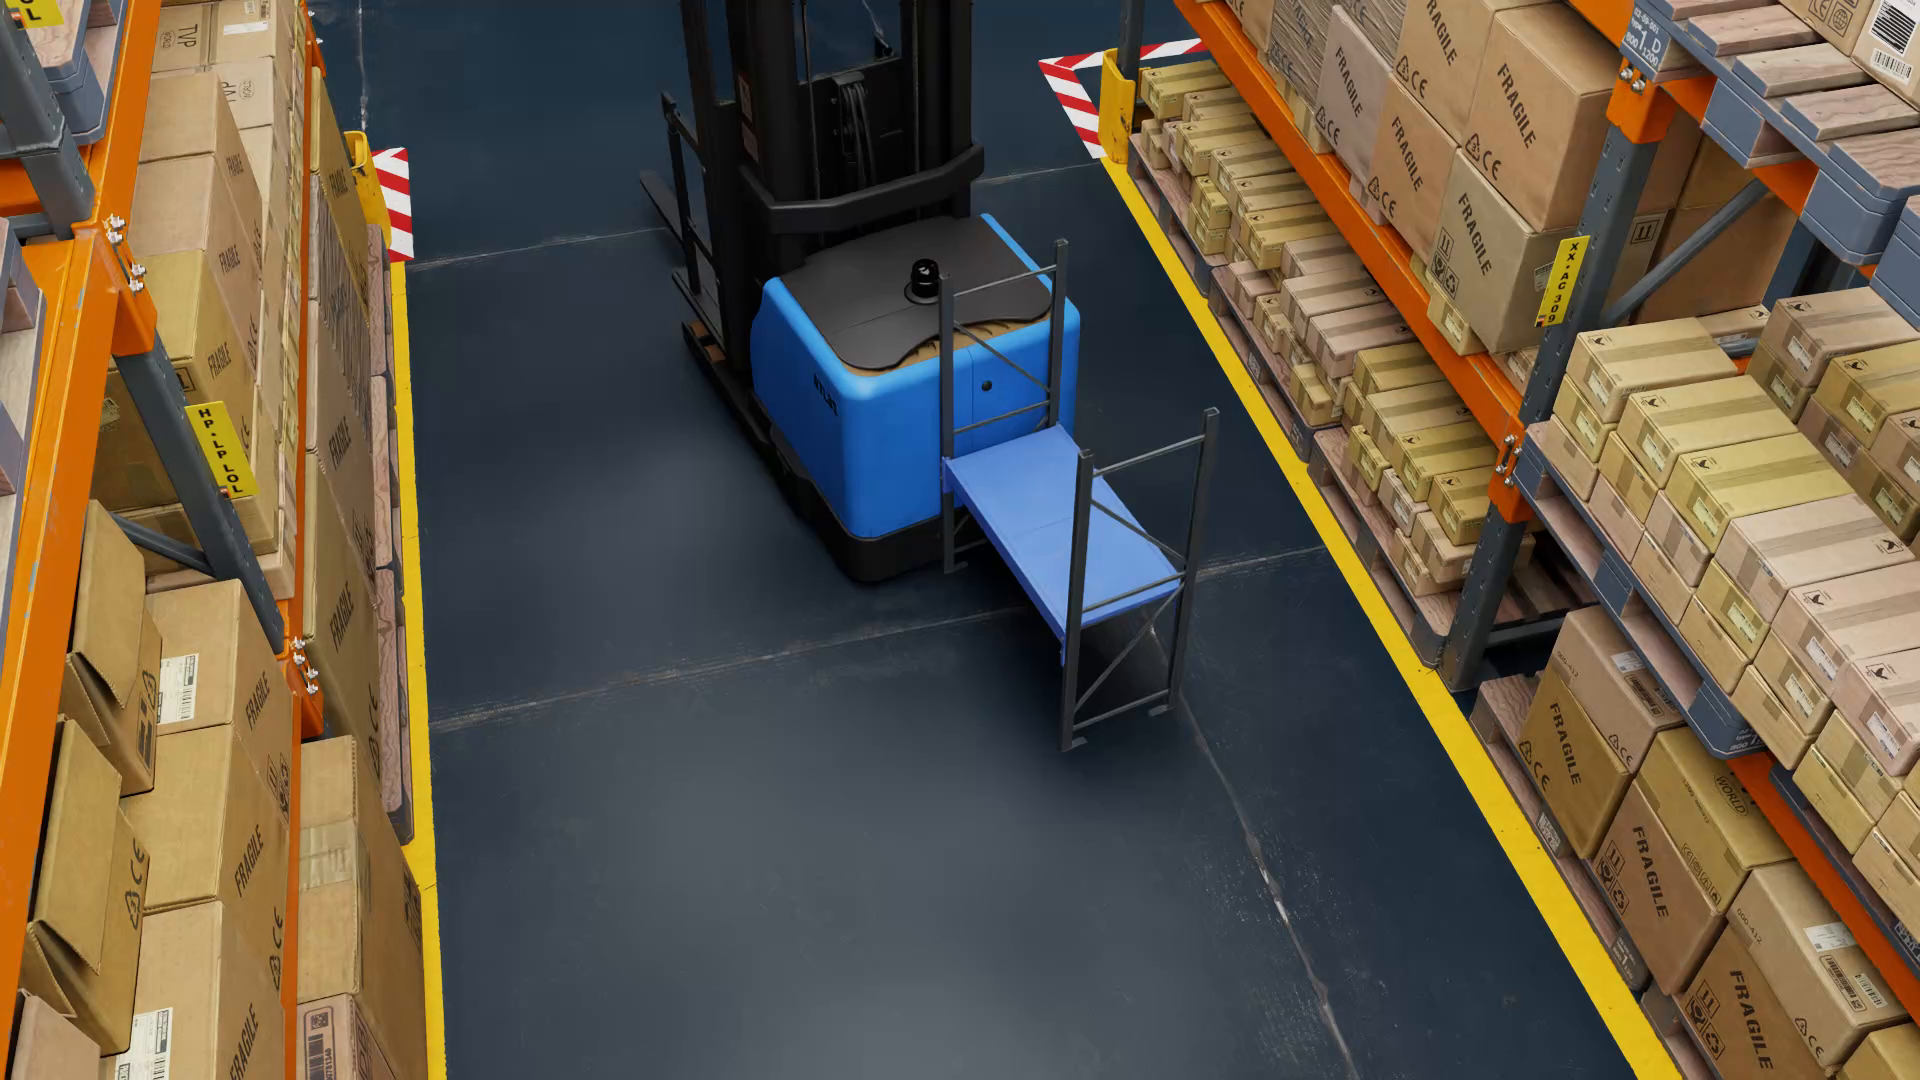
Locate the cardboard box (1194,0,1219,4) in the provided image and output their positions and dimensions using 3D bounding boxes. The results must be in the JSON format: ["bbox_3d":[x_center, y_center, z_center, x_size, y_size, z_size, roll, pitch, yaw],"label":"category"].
[{"bbox_3d":[1.222,-2.613,7.637,0.380,0.149,0.250,-12,47,-11],"label":"cardboard box"}]

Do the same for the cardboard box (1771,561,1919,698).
[{"bbox_3d":[2.282,0.221,4.150,0.380,0.149,0.250,-11,47,-11],"label":"cardboard box"}]

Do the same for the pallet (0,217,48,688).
[{"bbox_3d":[-2.180,-0.108,3.040,0.805,0.209,1.217,-12,47,-12],"label":"pallet"}]

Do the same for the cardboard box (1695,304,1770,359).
[{"bbox_3d":[2.602,-0.754,5.815,0.380,0.149,0.250,-9,46,-9],"label":"cardboard box"}]

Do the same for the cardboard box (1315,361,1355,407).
[{"bbox_3d":[1.750,-0.729,7.109,0.380,0.149,0.250,-10,46,-9],"label":"cardboard box"}]

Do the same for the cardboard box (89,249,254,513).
[{"bbox_3d":[-2.338,-0.441,4.704,0.500,0.500,0.500,-11,47,-10],"label":"cardboard box"}]

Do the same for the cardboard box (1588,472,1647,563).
[{"bbox_3d":[2.091,-0.099,4.879,0.380,0.149,0.250,-10,46,-10],"label":"cardboard box"}]

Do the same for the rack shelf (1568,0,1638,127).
[{"bbox_3d":[1.846,-2.765,6.014,1.077,0.370,4.000,-11,47,-10],"label":"rack shelf"}]

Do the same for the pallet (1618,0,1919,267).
[{"bbox_3d":[2.413,-1.125,4.034,1.213,0.211,1.003,-11,47,-10],"label":"pallet"}]

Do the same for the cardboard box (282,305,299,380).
[{"bbox_3d":[-2.487,-0.647,5.711,0.380,0.149,0.250,-11,47,-11],"label":"cardboard box"}]

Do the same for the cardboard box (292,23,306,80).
[{"bbox_3d":[-3.009,-2.058,7.093,0.380,0.149,0.250,-10,46,-10],"label":"cardboard box"}]

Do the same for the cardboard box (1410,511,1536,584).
[{"bbox_3d":[1.970,0.001,6.393,0.380,0.149,0.250,-10,46,-10],"label":"cardboard box"}]

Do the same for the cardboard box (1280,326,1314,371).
[{"bbox_3d":[1.661,-0.851,7.437,0.380,0.149,0.250,-10,46,-10],"label":"cardboard box"}]

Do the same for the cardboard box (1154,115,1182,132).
[{"bbox_3d":[1.220,-2.193,8.543,0.380,0.149,0.250,-9,46,-9],"label":"cardboard box"}]

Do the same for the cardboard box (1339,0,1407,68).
[{"bbox_3d":[1.721,-2.062,5.943,0.500,0.500,0.500,-10,46,-9],"label":"cardboard box"}]

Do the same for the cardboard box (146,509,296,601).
[{"bbox_3d":[-2.217,0.074,5.004,0.380,0.149,0.250,-11,47,-10],"label":"cardboard box"}]

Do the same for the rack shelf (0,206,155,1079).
[{"bbox_3d":[-1.951,0.833,2.487,1.077,0.370,4.000,-11,47,-10],"label":"rack shelf"}]

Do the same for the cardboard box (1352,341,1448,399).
[{"bbox_3d":[1.850,-0.675,6.847,0.380,0.149,0.250,-9,46,-9],"label":"cardboard box"}]

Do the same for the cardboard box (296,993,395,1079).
[{"bbox_3d":[-2.050,1.902,4.230,1.225,0.875,0.875,-12,47,-12],"label":"cardboard box"}]

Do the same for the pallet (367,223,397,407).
[{"bbox_3d":[-3.206,-0.997,7.830,1.003,0.211,1.213,-11,47,-10],"label":"pallet"}]

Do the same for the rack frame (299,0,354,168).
[{"bbox_3d":[-3.487,-2.511,7.361,1.000,3.000,0.127,-11,47,-10],"label":"rack frame"}]

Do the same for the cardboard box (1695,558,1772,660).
[{"bbox_3d":[2.216,0.143,4.434,0.380,0.149,0.250,-13,47,-12],"label":"cardboard box"}]

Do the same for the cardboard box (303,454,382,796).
[{"bbox_3d":[-2.554,0.377,5.725,0.875,0.875,0.875,-11,47,-10],"label":"cardboard box"}]

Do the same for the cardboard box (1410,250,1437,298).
[{"bbox_3d":[1.877,-1.006,6.063,0.380,0.149,0.250,-9,46,-9],"label":"cardboard box"}]

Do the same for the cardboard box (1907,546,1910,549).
[{"bbox_3d":[2.844,0.117,4.667,0.380,0.149,0.250,-13,47,-12],"label":"cardboard box"}]

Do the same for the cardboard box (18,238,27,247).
[{"bbox_3d":[-2.963,-0.679,4.937,0.500,0.500,0.500,-10,46,-10],"label":"cardboard box"}]

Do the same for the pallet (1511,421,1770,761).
[{"bbox_3d":[2.413,0.035,5.001,1.003,0.211,1.213,-11,47,-10],"label":"pallet"}]

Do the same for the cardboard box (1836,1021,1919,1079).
[{"bbox_3d":[2.699,1.516,4.346,0.500,0.250,0.500,-10,46,-9],"label":"cardboard box"}]

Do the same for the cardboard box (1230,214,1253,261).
[{"bbox_3d":[1.504,-1.478,7.842,0.380,0.149,0.250,-13,47,-12],"label":"cardboard box"}]

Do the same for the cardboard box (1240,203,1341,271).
[{"bbox_3d":[1.496,-1.377,7.535,0.380,0.149,0.250,-10,46,-10],"label":"cardboard box"}]

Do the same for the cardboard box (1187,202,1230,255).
[{"bbox_3d":[1.335,-1.544,8.116,0.380,0.149,0.250,-10,46,-10],"label":"cardboard box"}]

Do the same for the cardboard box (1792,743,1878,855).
[{"bbox_3d":[2.354,0.611,4.183,0.380,0.149,0.250,-11,47,-11],"label":"cardboard box"}]

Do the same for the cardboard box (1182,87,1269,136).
[{"bbox_3d":[1.327,-2.113,8.257,0.380,0.149,0.250,-10,46,-10],"label":"cardboard box"}]

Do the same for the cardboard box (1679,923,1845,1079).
[{"bbox_3d":[2.575,1.424,4.961,0.500,0.500,0.500,-10,46,-10],"label":"cardboard box"}]

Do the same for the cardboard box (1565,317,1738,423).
[{"bbox_3d":[2.014,-0.498,4.854,0.380,0.149,0.250,-9,46,-8],"label":"cardboard box"}]

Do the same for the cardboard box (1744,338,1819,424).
[{"bbox_3d":[2.651,-0.511,5.075,0.380,0.149,0.250,-9,46,-9],"label":"cardboard box"}]

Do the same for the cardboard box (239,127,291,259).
[{"bbox_3d":[-2.709,-1.216,5.989,0.500,0.250,0.500,-11,47,-10],"label":"cardboard box"}]

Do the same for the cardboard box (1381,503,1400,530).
[{"bbox_3d":[1.943,-0.139,6.738,0.380,0.149,0.250,-10,46,-9],"label":"cardboard box"}]

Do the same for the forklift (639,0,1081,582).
[{"bbox_3d":[-0.649,-1.910,6.820,1.130,2.935,3.031,-21,49,-19],"label":"forklift"}]

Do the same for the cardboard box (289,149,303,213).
[{"bbox_3d":[-2.747,-1.354,6.403,0.380,0.149,0.250,-11,47,-10],"label":"cardboard box"}]

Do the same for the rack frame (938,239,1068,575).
[{"bbox_3d":[0.156,-0.468,6.410,0.500,1.500,0.032,-19,49,-18],"label":"rack frame"}]

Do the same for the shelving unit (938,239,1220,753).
[{"bbox_3d":[0.377,-0.141,6.089,0.538,1.500,1.048,-19,49,-18],"label":"shelving unit"}]

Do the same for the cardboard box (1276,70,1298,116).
[{"bbox_3d":[1.549,-1.909,6.947,0.380,0.149,0.250,-9,46,-9],"label":"cardboard box"}]

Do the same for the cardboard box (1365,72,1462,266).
[{"bbox_3d":[1.829,-1.367,5.961,0.500,0.500,0.500,-12,47,-11],"label":"cardboard box"}]

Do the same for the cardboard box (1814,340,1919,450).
[{"bbox_3d":[2.719,-0.427,4.784,0.380,0.149,0.250,-12,47,-12],"label":"cardboard box"}]

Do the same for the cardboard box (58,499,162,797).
[{"bbox_3d":[-2.291,0.304,3.830,0.797,0.503,0.637,-12,47,-11],"label":"cardboard box"}]

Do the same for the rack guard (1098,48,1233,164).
[{"bbox_3d":[1.353,-2.421,9.023,1.175,0.500,0.348,-11,47,-10],"label":"rack guard"}]
